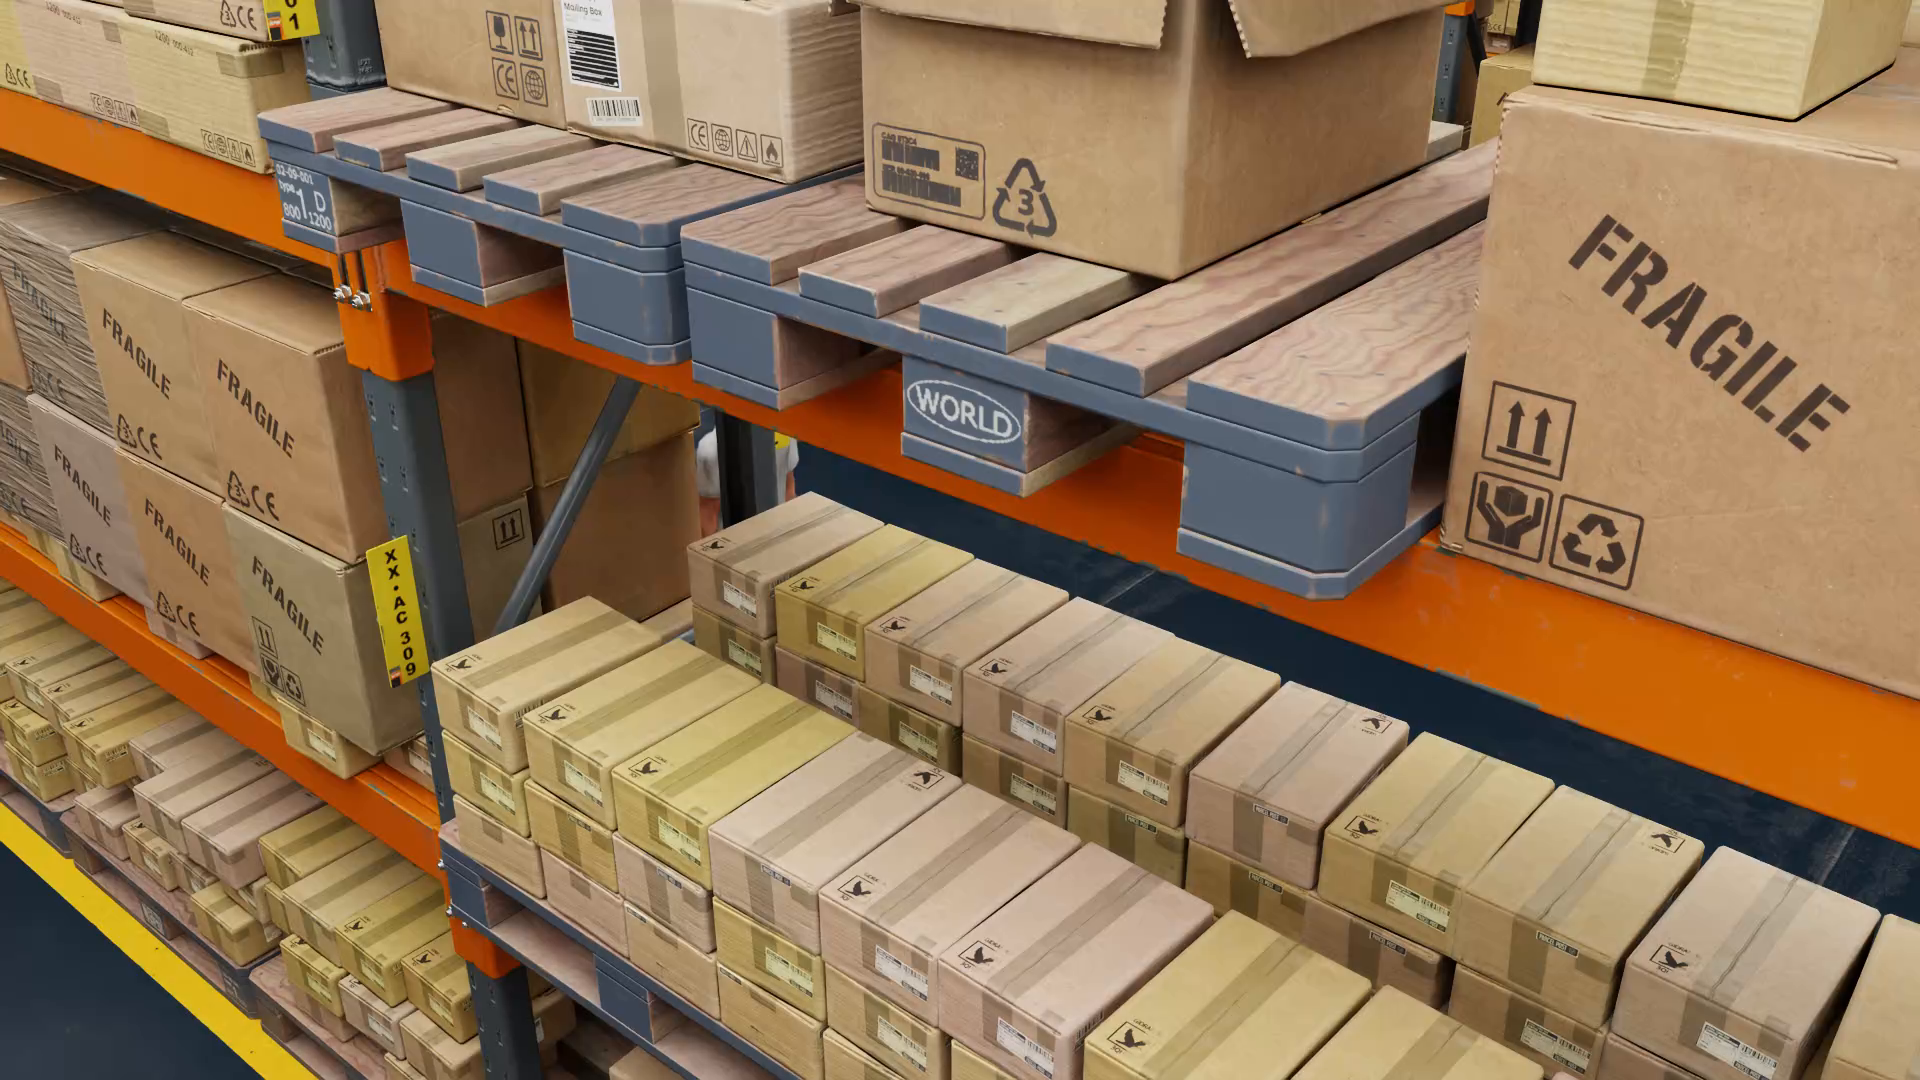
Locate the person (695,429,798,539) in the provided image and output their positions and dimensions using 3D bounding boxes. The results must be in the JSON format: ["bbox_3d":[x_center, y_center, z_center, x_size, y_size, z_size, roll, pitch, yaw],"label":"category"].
[{"bbox_3d":[-0.775,0.063,6.005,0.403,1.669,0.441,22,35,36],"label":"person"}]
